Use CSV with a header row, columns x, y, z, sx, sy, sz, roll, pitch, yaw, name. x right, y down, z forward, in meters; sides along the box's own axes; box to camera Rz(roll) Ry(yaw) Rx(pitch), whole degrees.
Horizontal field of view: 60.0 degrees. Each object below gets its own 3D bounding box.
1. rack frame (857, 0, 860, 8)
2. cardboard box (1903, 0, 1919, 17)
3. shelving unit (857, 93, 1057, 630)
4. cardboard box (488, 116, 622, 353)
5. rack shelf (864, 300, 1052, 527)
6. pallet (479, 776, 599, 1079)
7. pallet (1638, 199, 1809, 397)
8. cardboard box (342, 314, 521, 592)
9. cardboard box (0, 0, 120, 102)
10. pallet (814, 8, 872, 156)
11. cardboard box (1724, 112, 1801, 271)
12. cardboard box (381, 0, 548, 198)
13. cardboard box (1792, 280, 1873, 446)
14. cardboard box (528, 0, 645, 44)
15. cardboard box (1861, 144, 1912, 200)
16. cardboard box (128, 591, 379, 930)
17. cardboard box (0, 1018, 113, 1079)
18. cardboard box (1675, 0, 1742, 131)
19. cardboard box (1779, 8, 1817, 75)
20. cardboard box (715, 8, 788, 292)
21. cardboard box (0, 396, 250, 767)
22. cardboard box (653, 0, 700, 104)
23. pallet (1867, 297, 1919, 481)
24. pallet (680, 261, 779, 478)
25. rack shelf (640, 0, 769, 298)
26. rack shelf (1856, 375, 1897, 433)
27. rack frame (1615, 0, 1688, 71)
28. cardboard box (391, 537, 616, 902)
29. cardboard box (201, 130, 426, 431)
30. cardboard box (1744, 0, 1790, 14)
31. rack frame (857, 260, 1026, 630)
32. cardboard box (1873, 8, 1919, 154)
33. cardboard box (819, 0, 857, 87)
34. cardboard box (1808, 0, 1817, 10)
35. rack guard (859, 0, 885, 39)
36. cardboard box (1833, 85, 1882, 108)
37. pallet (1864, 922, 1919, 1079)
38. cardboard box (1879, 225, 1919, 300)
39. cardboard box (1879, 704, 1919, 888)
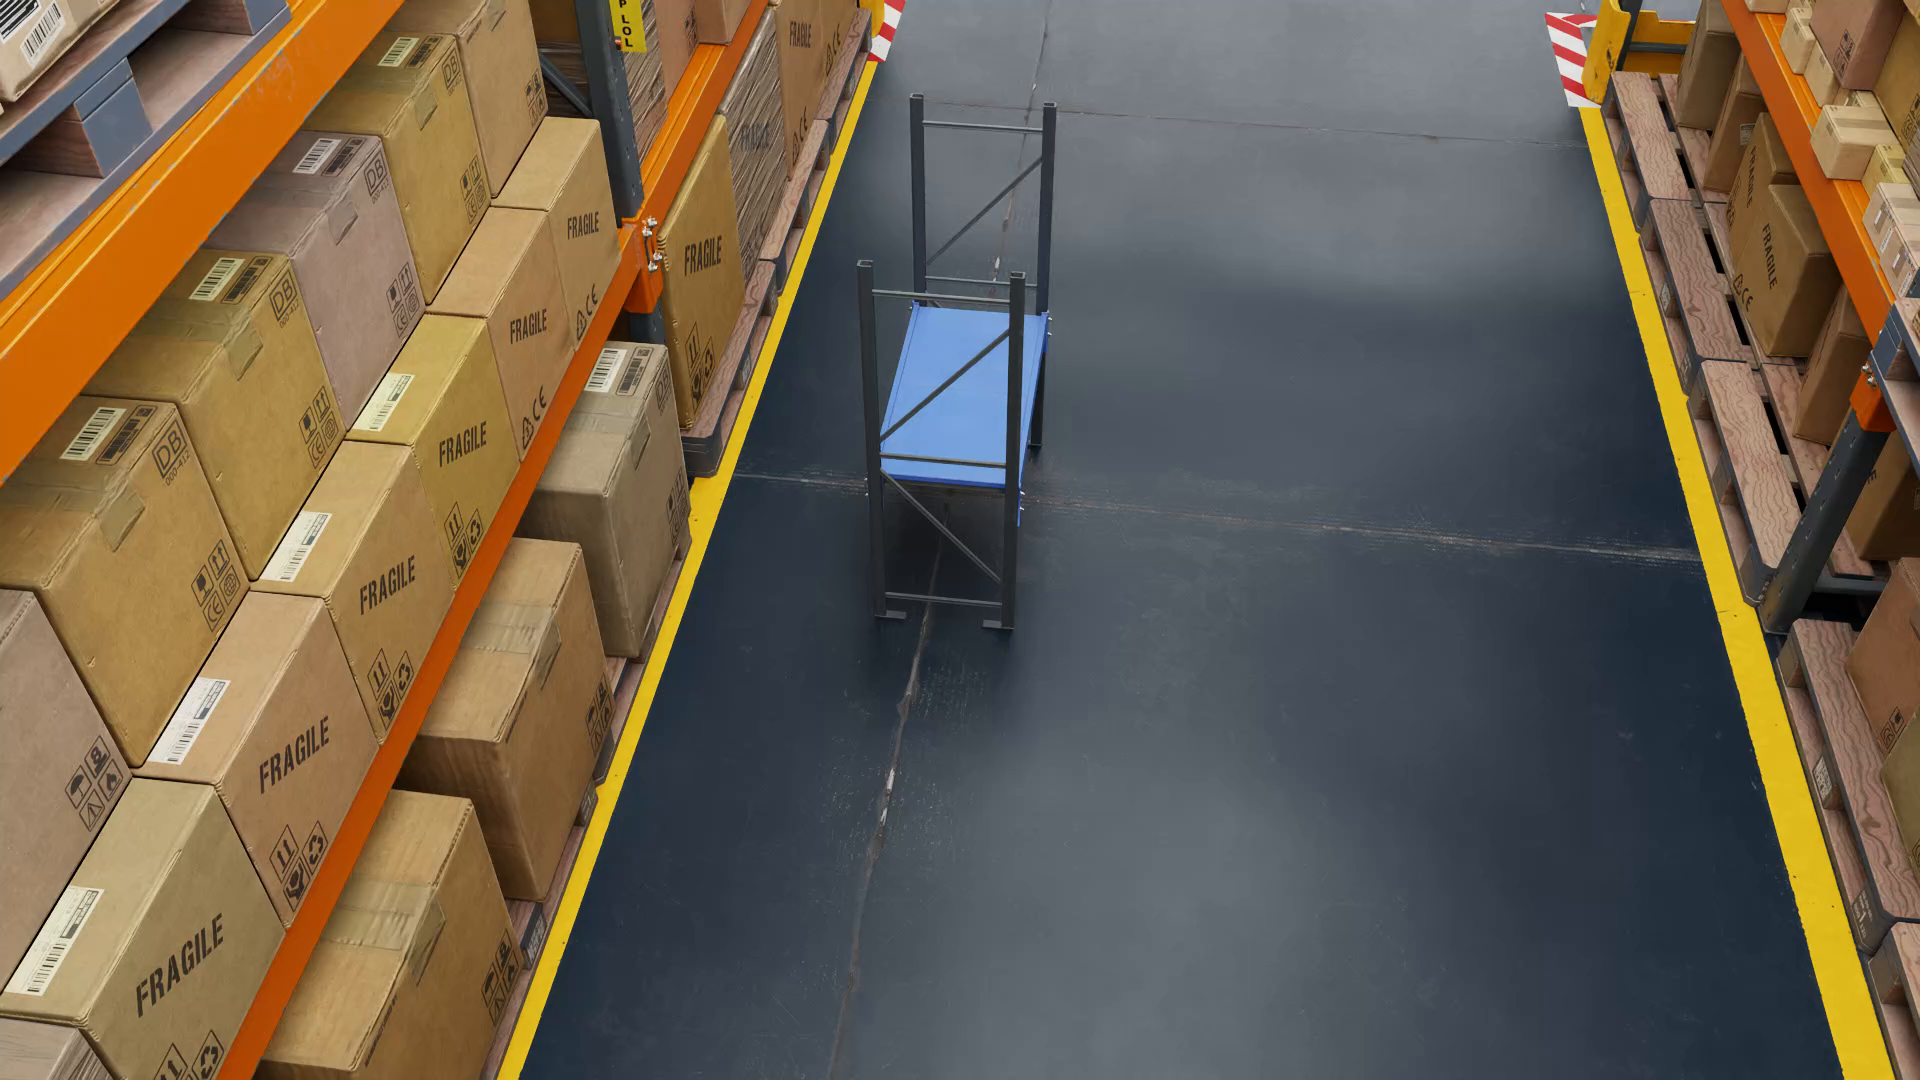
x,y,z,sx,sy,sz,roll,pitch,yaw,name
-1.021,-3.996,8.288,1.000,3.000,0.127,5,44,6,rack frame
3.205,-1.930,5.090,0.500,0.500,0.500,5,44,6,cardboard box
0.011,-0.603,5.796,0.538,1.500,1.048,5,44,6,shelving unit
-1.354,-0.926,4.973,0.500,0.500,0.500,5,44,5,cardboard box
0.011,-0.472,5.919,0.538,0.185,1.000,5,44,6,rack shelf
-1.736,1.110,4.925,1.003,0.211,1.213,5,44,6,pallet
3.566,-1.032,7.186,1.003,0.211,1.213,5,44,6,pallet
-1.488,-0.237,4.246,0.500,0.500,0.500,6,44,6,cardboard box
-1.631,-0.954,2.581,0.500,0.311,0.500,5,44,5,cardboard box
-1.049,-2.431,8.664,1.003,0.211,1.213,5,44,6,pallet
3.636,-1.461,7.124,0.500,0.500,0.500,9,44,9,cardboard box
-1.610,-1.330,4.673,0.700,0.500,0.500,5,44,5,cardboard box
3.514,-0.655,6.272,0.500,0.500,0.500,19,46,19,cardboard box
-1.467,-1.964,5.249,0.875,0.550,0.550,5,44,6,cardboard box
3.225,-1.166,5.483,0.380,0.149,0.250,5,44,6,cardboard box
-1.620,0.448,3.522,0.500,0.500,0.500,5,44,5,cardboard box
-1.752,1.139,2.793,0.500,0.500,0.500,6,44,6,cardboard box
3.783,-2.297,8.006,0.500,0.500,0.500,13,45,13,cardboard box
3.303,-1.853,6.208,0.380,0.149,0.250,5,44,6,cardboard box
-1.282,-1.687,7.090,0.875,0.875,0.875,6,44,6,cardboard box
-1.878,0.057,3.208,0.700,0.500,0.500,5,44,5,cardboard box
-1.463,-1.953,6.022,0.875,0.550,0.550,5,44,6,cardboard box
3.108,-0.173,4.390,1.003,0.211,1.213,5,44,6,pallet
-1.372,-0.768,6.908,1.003,0.211,1.213,5,44,6,pallet
-1.286,-2.371,7.096,1.077,0.370,4.000,5,44,6,rack shelf
3.089,0.874,3.668,1.077,0.370,4.000,5,44,6,rack shelf
3.882,-3.476,7.739,1.000,3.000,0.127,5,44,6,rack frame
-1.674,0.483,4.889,1.050,0.750,0.750,5,44,6,cardboard box
-1.743,-0.635,3.939,0.700,0.500,0.500,6,44,6,cardboard box
3.313,-2.199,6.573,0.380,0.149,0.250,5,44,6,cardboard box
-0.056,-0.256,5.430,0.500,1.500,0.032,5,44,6,rack frame
3.575,-1.533,5.398,0.875,0.500,0.500,5,44,6,cardboard box
-1.045,-2.908,8.380,0.875,0.875,0.875,5,44,6,cardboard box
3.648,-2.220,6.124,0.875,0.500,0.500,5,44,6,cardboard box
-1.018,-3.104,9.165,1.175,0.500,0.348,5,44,6,rack guard
3.311,-1.505,5.841,0.380,0.149,0.250,5,44,6,cardboard box
3.093,1.627,4.378,1.003,0.211,1.213,5,44,6,pallet
3.090,-0.832,5.130,0.380,0.149,0.250,5,44,6,cardboard box
3.169,0.738,4.787,0.700,0.500,0.500,5,44,5,cardboard box
